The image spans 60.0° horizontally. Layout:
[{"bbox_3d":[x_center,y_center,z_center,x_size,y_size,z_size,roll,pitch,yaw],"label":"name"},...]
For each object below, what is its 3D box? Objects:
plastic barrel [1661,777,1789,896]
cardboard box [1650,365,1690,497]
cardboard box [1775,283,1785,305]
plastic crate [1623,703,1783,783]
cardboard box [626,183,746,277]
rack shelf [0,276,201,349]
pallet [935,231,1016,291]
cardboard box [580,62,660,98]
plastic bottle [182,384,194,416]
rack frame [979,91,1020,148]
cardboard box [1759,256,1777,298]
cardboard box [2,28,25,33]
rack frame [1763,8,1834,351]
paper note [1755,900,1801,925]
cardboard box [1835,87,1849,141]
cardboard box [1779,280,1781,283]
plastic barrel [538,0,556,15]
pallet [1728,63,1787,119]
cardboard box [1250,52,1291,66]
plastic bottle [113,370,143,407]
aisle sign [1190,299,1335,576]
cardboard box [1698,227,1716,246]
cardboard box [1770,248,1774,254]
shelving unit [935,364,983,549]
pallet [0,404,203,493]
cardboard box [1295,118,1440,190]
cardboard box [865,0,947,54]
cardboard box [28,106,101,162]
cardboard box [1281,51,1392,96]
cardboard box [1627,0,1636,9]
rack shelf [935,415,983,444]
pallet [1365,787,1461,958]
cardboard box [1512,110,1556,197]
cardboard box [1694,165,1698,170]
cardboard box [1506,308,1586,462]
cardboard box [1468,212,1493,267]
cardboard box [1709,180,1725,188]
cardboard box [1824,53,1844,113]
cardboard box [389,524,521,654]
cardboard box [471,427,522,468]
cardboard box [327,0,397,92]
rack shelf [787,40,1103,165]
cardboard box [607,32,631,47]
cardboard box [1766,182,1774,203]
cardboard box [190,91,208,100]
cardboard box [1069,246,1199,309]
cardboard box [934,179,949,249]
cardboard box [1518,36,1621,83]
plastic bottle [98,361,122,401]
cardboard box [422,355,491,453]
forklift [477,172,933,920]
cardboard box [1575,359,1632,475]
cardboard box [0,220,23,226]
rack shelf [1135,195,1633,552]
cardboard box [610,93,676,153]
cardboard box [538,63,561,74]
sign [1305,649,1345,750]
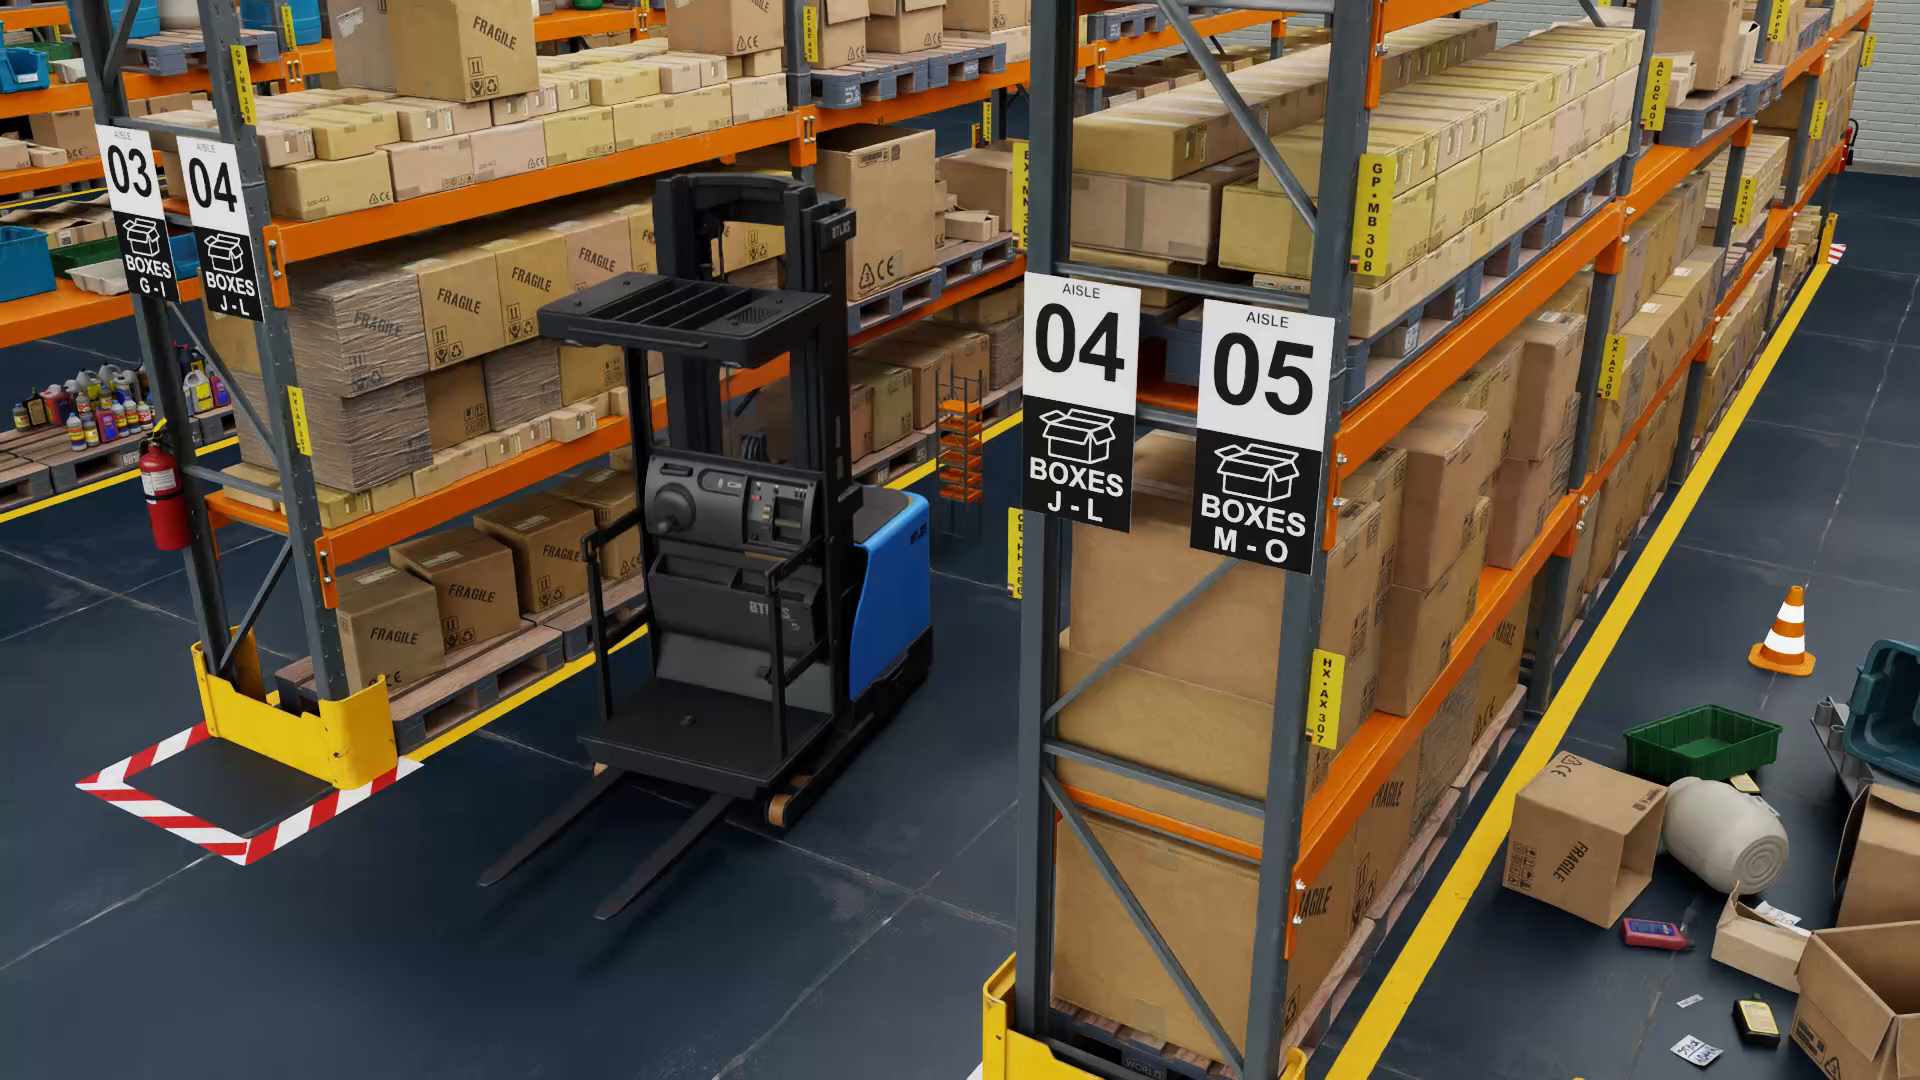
[{"bbox_3d":[3.475,1.346,7.609,0.421,0.421,0.512,-7,24,-17],"label":"plastic barrel"},{"bbox_3d":[4.483,-0.865,11.775,1.050,0.750,0.750,13,27,28],"label":"cardboard box"},{"bbox_3d":[7.453,-2.317,15.513,0.380,0.149,0.250,15,28,31],"label":"cardboard box"},{"bbox_3d":[3.792,1.056,8.501,0.662,0.188,0.450,-12,16,-26],"label":"plastic crate"},{"bbox_3d":[-1.657,-1.877,10.052,0.500,0.500,0.500,14,27,29],"label":"cardboard box"},{"bbox_3d":[-6.653,-1.647,12.185,1.077,0.370,4.000,14,27,29],"label":"rack shelf"},{"bbox_3d":[-0.290,-2.200,12.797,1.003,0.211,1.213,14,27,29],"label":"pallet"},{"bbox_3d":[-1.916,-2.591,9.370,0.380,0.149,0.250,15,28,31],"label":"cardboard box"},{"bbox_3d":[-6.054,-1.099,12.887,0.152,0.276,0.135,14,27,30],"label":"plastic bottle"},{"bbox_3d":[0.732,-6.703,22.957,1.000,3.000,0.127,14,27,29],"label":"rack frame"},{"bbox_3d":[6.812,-2.326,14.522,0.500,0.250,0.500,13,27,28],"label":"cardboard box"},{"bbox_3d":[-12.061,-6.501,20.996,0.380,0.149,0.250,10,25,22],"label":"cardboard box"},{"bbox_3d":[6.990,-3.241,14.961,1.000,3.000,0.127,14,27,29],"label":"rack frame"},{"bbox_3d":[3.608,1.667,7.371,0.155,0.023,0.172,-17,29,-35],"label":"paper note"},{"bbox_3d":[8.806,-4.395,17.127,0.500,0.500,0.500,13,27,28],"label":"cardboard box"},{"bbox_3d":[7.774,-2.462,16.221,0.380,0.149,0.250,13,27,28],"label":"cardboard box"},{"bbox_3d":[-4.106,-5.377,15.489,0.600,0.901,0.600,0,23,0],"label":"plastic barrel"},{"bbox_3d":[4.586,-2.952,10.756,1.213,0.211,1.003,15,28,31],"label":"pallet"},{"bbox_3d":[3.300,-4.834,17.512,0.500,0.500,0.500,14,27,29],"label":"cardboard box"},{"bbox_3d":[-6.561,-1.189,13.096,0.152,0.276,0.135,14,27,29],"label":"plastic bottle"},{"bbox_3d":[0.878,-0.297,4.888,0.394,0.787,0.004,14,27,29],"label":"aisle sign"},{"bbox_3d":[5.306,-2.226,12.029,0.380,0.149,0.250,15,28,31],"label":"cardboard box"},{"bbox_3d":[7.753,-2.740,16.116,0.380,0.149,0.250,13,27,28],"label":"cardboard box"},{"bbox_3d":[-0.008,-0.546,11.000,0.258,1.200,0.189,14,27,29],"label":"shelving unit"},{"bbox_3d":[-6.631,-0.741,12.697,1.003,0.211,1.213,14,27,29],"label":"pallet"},{"bbox_3d":[1.240,-1.187,5.099,0.380,0.149,0.250,14,27,29],"label":"cardboard box"},{"bbox_3d":[-0.562,-3.687,11.557,0.797,0.503,0.637,15,28,31],"label":"cardboard box"},{"bbox_3d":[-9.107,-4.171,16.984,0.500,0.500,0.500,16,28,33],"label":"cardboard box"},{"bbox_3d":[1.487,-1.842,6.611,0.380,0.149,0.250,14,27,29],"label":"cardboard box"},{"bbox_3d":[4.966,-3.559,11.795,0.500,0.500,0.500,14,27,29],"label":"cardboard box"},{"bbox_3d":[-0.008,-0.725,10.923,0.258,0.103,0.180,14,27,29],"label":"rack shelf"},{"bbox_3d":[1.660,1.392,7.768,1.003,0.211,1.213,14,27,29],"label":"pallet"},{"bbox_3d":[1.931,-1.494,6.310,0.500,0.250,0.500,14,27,29],"label":"cardboard box"},{"bbox_3d":[6.257,-3.331,14.581,0.380,0.149,0.250,13,27,28],"label":"cardboard box"},{"bbox_3d":[2.355,-0.778,7.724,0.875,0.550,0.550,14,27,29],"label":"cardboard box"},{"bbox_3d":[1.646,-1.080,5.856,0.380,0.149,0.250,14,27,29],"label":"cardboard box"},{"bbox_3d":[5.701,-2.619,12.563,0.380,0.149,0.250,13,26,27],"label":"cardboard box"},{"bbox_3d":[7.988,-4.325,15.707,0.500,0.500,0.500,14,27,30],"label":"cardboard box"},{"bbox_3d":[-2.870,0.274,9.460,0.500,0.500,0.500,-20,31,-39],"label":"cardboard box"},{"bbox_3d":[-2.602,-0.529,9.012,0.380,0.149,0.250,14,27,29],"label":"cardboard box"},{"bbox_3d":[-2.898,-2.629,8.642,0.500,0.500,0.500,14,27,29],"label":"cardboard box"},{"bbox_3d":[-0.335,-3.336,12.310,1.077,0.370,4.000,14,27,29],"label":"rack shelf"},{"bbox_3d":[-4.817,-6.726,22.886,0.500,0.500,0.500,14,27,30],"label":"cardboard box"},{"bbox_3d":[6.679,-2.971,14.126,0.380,0.149,0.250,14,27,29],"label":"cardboard box"},{"bbox_3d":[-10.938,-5.800,23.049,0.750,0.750,0.750,14,27,29],"label":"cardboard box"},{"bbox_3d":[0.548,-0.874,5.379,0.380,0.149,0.250,14,27,29],"label":"cardboard box"},{"bbox_3d":[-0.554,-2.459,12.496,0.797,0.503,0.637,17,29,34],"label":"cardboard box"},{"bbox_3d":[2.582,-2.047,7.084,0.380,0.149,0.250,14,27,29],"label":"cardboard box"},{"bbox_3d":[-6.700,-1.246,13.133,0.144,0.351,0.185,14,27,29],"label":"plastic bottle"},{"bbox_3d":[-3.025,-0.821,8.870,0.875,0.500,0.500,14,27,29],"label":"cardboard box"},{"bbox_3d":[-1.201,-0.147,7.901,1.130,2.935,3.031,10,25,21],"label":"forklift"},{"bbox_3d":[3.276,-0.708,8.984,0.500,0.500,0.500,14,27,30],"label":"cardboard box"},{"bbox_3d":[-9.834,-3.077,16.808,0.500,0.311,0.500,14,27,29],"label":"cardboard box"},{"bbox_3d":[1.715,-0.912,6.712,1.077,0.370,4.000,14,27,29],"label":"rack shelf"},{"bbox_3d":[-1.958,-2.366,9.354,0.500,0.250,0.500,14,27,29],"label":"cardboard box"},{"bbox_3d":[-2.480,-2.612,9.419,0.380,0.149,0.250,13,27,28],"label":"cardboard box"},{"bbox_3d":[1.129,0.494,5.144,0.100,0.325,0.005,14,27,29],"label":"sign"}]
